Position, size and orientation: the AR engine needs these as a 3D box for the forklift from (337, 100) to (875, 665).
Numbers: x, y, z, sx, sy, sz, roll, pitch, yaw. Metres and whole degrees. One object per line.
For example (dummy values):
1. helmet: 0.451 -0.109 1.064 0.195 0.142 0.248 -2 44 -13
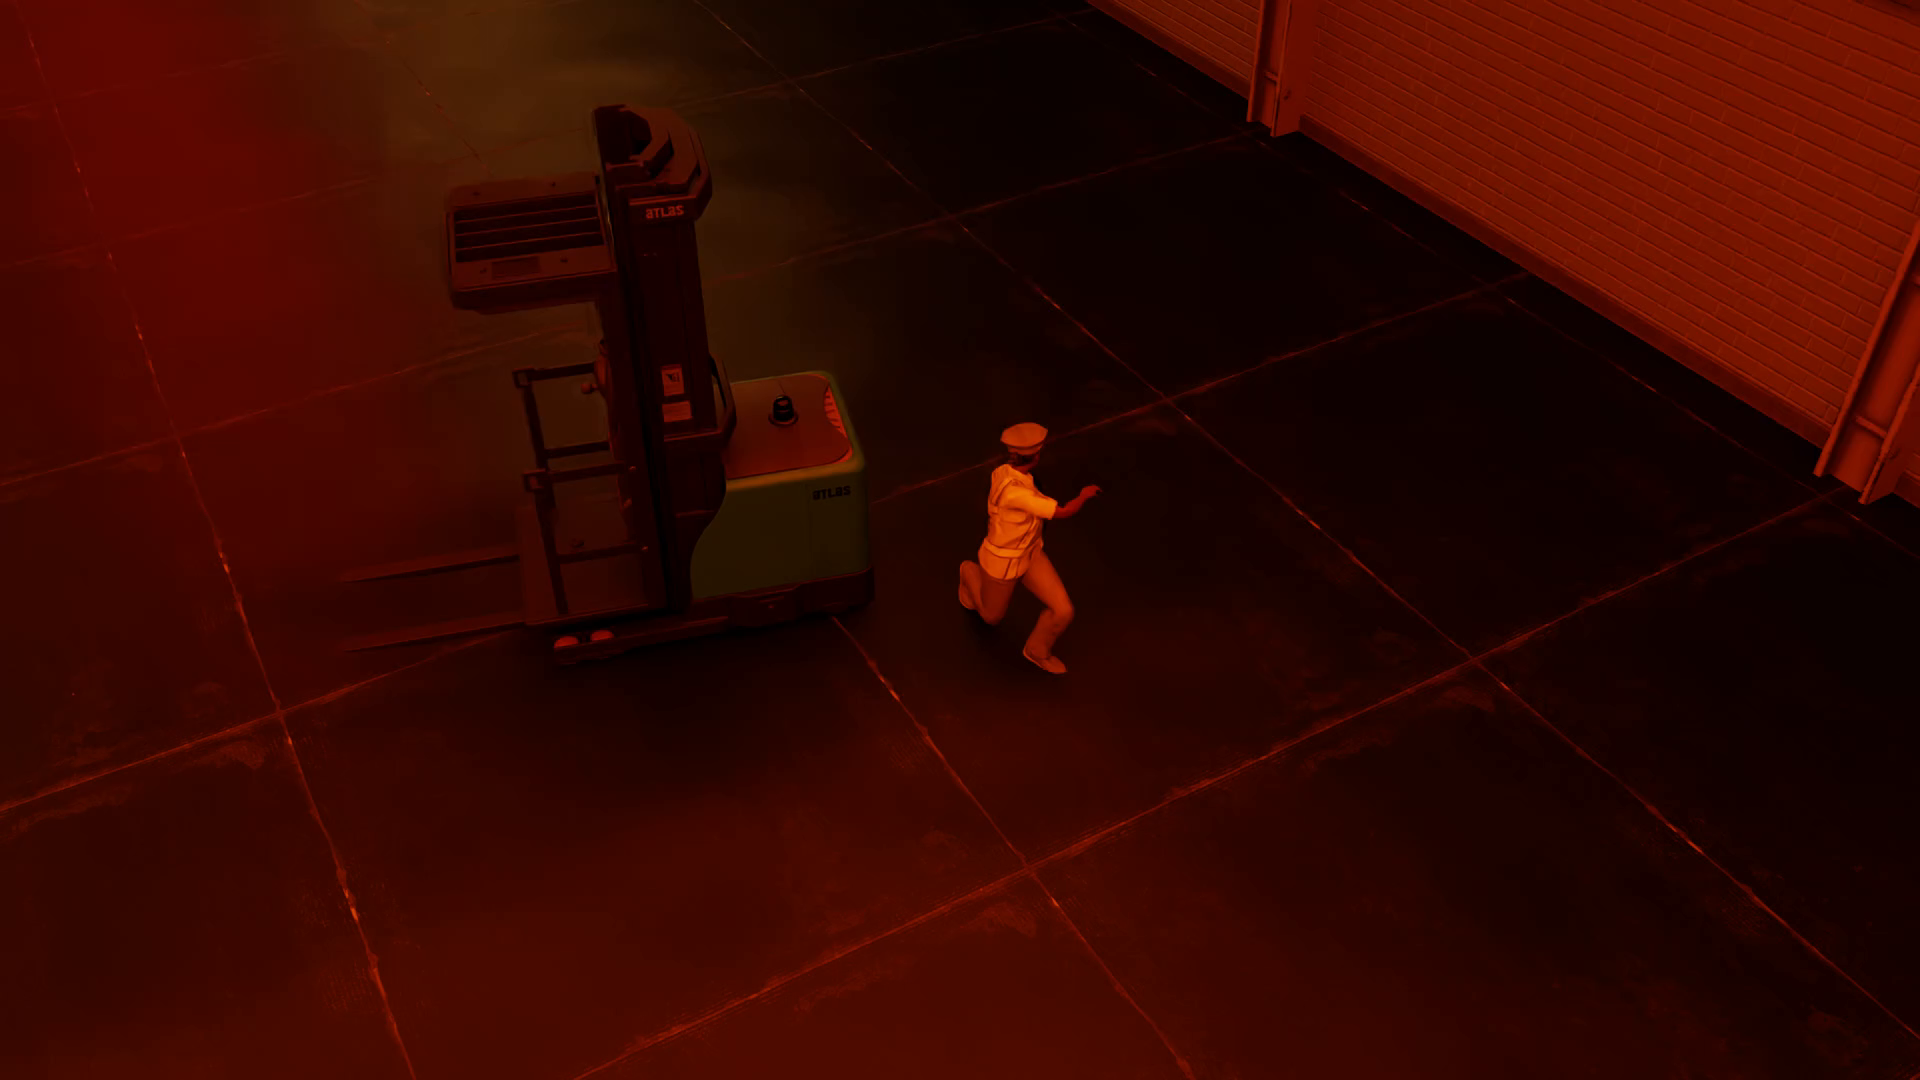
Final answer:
1. forklift: -2.081 -0.791 8.989 3.031 2.935 1.130 -9 41 -11

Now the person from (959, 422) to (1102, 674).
1. person: 0.352 -0.017 9.306 0.916 1.438 0.694 28 47 30
